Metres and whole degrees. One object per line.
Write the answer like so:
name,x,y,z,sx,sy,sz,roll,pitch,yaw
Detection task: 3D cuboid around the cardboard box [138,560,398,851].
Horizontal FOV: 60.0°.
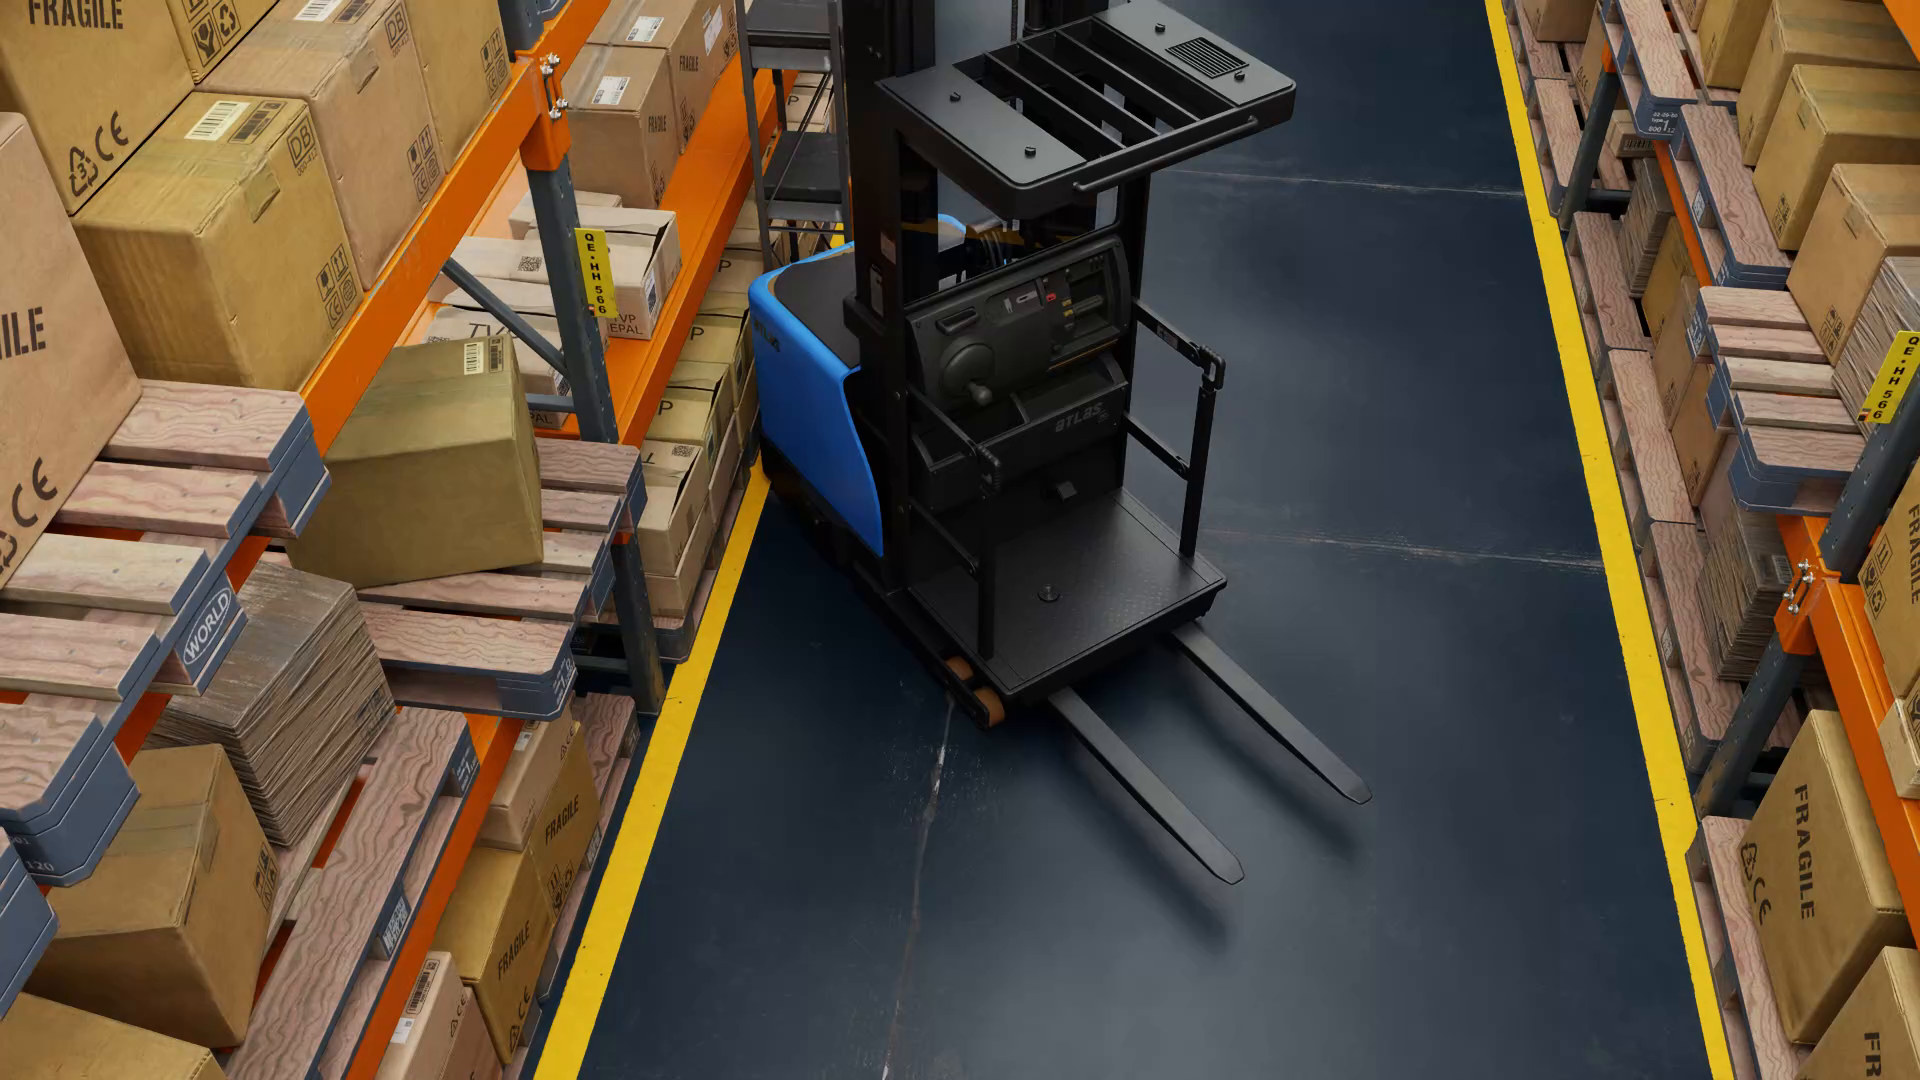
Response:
cardboard box,-1.954,0.377,4.314,0.700,0.500,0.500,13,45,13

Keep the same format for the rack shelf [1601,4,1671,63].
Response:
rack shelf,4.032,-3.860,9.690,1.077,0.370,4.000,5,44,6

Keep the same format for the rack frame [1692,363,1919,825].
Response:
rack frame,3.238,-0.032,5.124,1.000,3.000,0.127,5,44,6

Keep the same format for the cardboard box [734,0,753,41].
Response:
cardboard box,-1.078,-2.541,7.872,0.396,0.266,0.258,4,44,4

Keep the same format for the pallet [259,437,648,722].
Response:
pallet,-1.692,0.058,5.169,1.213,0.211,1.003,5,44,6

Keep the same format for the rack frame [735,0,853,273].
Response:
rack frame,-0.661,-1.323,7.133,0.400,2.100,0.015,4,43,6

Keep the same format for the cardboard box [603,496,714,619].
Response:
cardboard box,-1.312,0.036,6.747,0.500,0.250,0.500,5,44,5

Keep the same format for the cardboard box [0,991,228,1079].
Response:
cardboard box,-1.889,1.281,3.360,0.700,0.500,0.500,12,45,12

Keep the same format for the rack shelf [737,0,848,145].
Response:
rack shelf,-0.638,-1.991,6.842,0.431,0.518,0.480,4,43,6

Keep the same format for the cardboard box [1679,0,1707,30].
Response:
cardboard box,3.666,-2.610,7.455,0.700,0.500,0.500,5,44,6

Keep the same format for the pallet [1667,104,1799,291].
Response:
pallet,3.460,-1.315,6.619,1.003,0.211,1.213,5,44,6

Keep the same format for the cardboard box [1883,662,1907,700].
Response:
cardboard box,2.923,0.426,4.809,0.380,0.149,0.250,6,44,6

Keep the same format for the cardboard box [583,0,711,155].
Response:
cardboard box,-1.397,-2.020,7.151,0.500,0.500,0.500,5,44,6

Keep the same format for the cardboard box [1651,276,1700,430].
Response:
cardboard box,3.560,-0.806,7.440,0.700,0.500,0.500,6,44,6

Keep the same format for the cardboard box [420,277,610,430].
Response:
cardboard box,-1.581,-0.691,5.886,0.500,0.311,0.500,8,44,8

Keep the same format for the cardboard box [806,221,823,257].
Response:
cardboard box,-0.980,-1.706,8.587,0.500,0.250,0.500,5,44,5

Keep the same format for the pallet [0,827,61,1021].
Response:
pallet,-2.045,0.787,2.214,1.213,0.211,1.003,5,44,6

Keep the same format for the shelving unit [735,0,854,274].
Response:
shelving unit,-0.630,-1.489,7.310,0.431,2.100,0.503,4,43,6

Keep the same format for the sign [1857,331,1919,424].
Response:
sign,2.699,-0.467,4.799,0.100,0.325,0.005,5,44,6

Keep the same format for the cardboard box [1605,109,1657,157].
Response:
cardboard box,3.808,-2.256,9.214,0.380,0.166,0.250,0,43,0

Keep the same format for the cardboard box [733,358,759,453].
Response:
cardboard box,-1.184,-0.662,7.484,0.500,0.250,0.500,4,44,4

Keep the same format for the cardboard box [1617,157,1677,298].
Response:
cardboard box,3.686,-1.507,8.180,0.700,0.500,0.500,7,44,7

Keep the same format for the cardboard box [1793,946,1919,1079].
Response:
cardboard box,2.889,1.682,4.573,0.750,0.750,0.750,5,44,5

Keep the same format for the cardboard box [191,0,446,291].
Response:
cardboard box,-1.764,-0.957,3.847,0.910,0.500,0.500,5,44,6

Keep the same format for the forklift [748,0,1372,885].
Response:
forklift,0.354,-0.709,5.889,1.130,2.935,3.031,-25,49,-24

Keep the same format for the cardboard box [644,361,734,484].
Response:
cardboard box,-1.251,-0.527,6.933,0.500,0.311,0.500,4,44,4

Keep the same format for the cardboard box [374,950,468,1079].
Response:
cardboard box,-1.698,1.391,4.574,0.500,0.250,0.500,4,44,5

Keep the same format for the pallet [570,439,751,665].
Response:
pallet,-1.525,-0.025,7.145,1.003,0.211,1.213,5,44,6

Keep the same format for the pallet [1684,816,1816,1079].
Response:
pallet,3.059,1.511,5.523,1.003,0.211,1.213,5,44,6

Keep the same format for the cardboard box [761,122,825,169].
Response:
cardboard box,-0.975,-1.906,8.390,0.500,0.311,0.500,6,44,7

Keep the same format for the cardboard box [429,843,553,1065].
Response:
cardboard box,-1.632,1.279,5.237,0.500,0.500,0.500,4,44,4

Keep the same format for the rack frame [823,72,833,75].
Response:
rack frame,-1.143,-3.206,8.476,1.000,3.000,0.127,5,44,6

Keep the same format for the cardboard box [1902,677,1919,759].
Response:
cardboard box,2.842,0.480,4.280,0.500,0.500,0.500,7,44,7

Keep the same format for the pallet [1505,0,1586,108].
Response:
pallet,3.980,-3.040,10.330,1.003,0.211,1.213,5,44,6

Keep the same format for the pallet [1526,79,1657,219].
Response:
pallet,3.821,-2.207,9.449,1.003,0.211,1.213,5,44,6

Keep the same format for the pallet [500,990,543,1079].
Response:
pallet,-1.972,1.867,5.147,1.003,0.211,1.213,5,44,6

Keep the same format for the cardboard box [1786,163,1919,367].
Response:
cardboard box,3.338,-0.933,5.683,0.700,0.500,0.500,1,43,2

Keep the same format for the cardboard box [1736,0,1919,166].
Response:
cardboard box,3.529,-1.779,6.576,0.700,0.500,0.500,11,45,11

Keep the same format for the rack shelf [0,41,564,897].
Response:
rack shelf,-1.937,0.055,3.374,1.077,0.370,4.000,5,44,6

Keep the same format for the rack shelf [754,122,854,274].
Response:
rack shelf,-0.630,-1.479,7.319,0.431,0.518,0.480,4,43,6

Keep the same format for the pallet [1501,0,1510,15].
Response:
pallet,4.144,-3.869,11.205,1.003,0.211,1.213,5,44,6

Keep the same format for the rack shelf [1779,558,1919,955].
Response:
rack shelf,2.974,1.592,3.932,1.077,0.370,4.000,5,44,6

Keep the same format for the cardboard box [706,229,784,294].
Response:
cardboard box,-1.114,-1.224,7.670,0.500,0.311,0.500,5,44,5

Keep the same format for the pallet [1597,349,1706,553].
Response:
pallet,3.507,-0.381,7.521,1.003,0.211,1.213,5,44,6

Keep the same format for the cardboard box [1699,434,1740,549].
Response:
cardboard box,3.465,-0.120,6.715,0.700,0.500,0.500,5,44,5

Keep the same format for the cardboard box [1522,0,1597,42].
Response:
cardboard box,3.893,-3.389,10.168,0.700,0.500,0.500,3,44,3

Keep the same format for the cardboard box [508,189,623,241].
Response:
cardboard box,-1.560,-1.263,6.607,0.380,0.149,0.250,8,44,9

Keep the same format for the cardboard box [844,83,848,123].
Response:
cardboard box,-0.782,-2.648,9.582,0.500,0.250,0.500,5,44,6

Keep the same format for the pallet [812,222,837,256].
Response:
pallet,-1.202,-1.688,8.901,1.003,0.211,1.213,5,44,6

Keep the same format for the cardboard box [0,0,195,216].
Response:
cardboard box,-1.871,-0.977,3.140,0.500,0.500,0.500,5,44,6

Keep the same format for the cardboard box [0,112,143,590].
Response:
cardboard box,-1.888,-0.314,2.790,0.600,0.600,0.600,4,44,4
